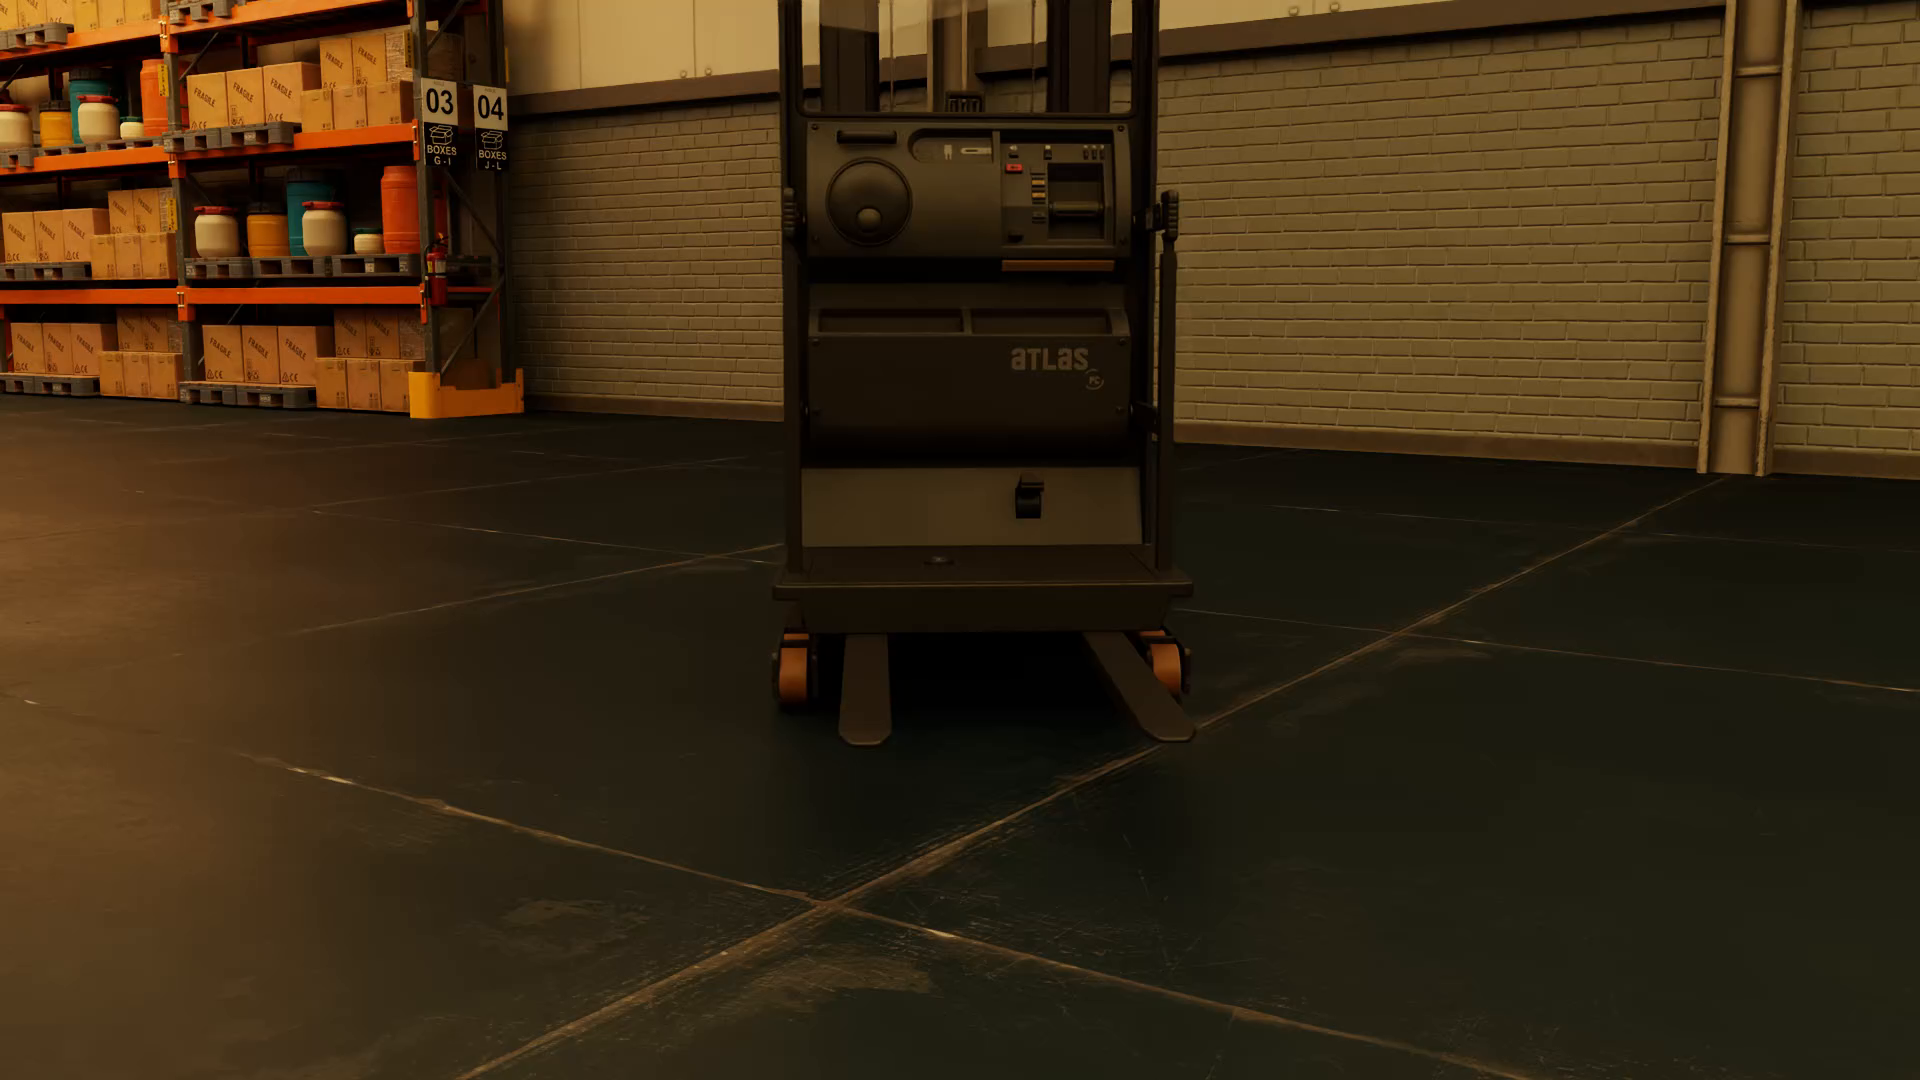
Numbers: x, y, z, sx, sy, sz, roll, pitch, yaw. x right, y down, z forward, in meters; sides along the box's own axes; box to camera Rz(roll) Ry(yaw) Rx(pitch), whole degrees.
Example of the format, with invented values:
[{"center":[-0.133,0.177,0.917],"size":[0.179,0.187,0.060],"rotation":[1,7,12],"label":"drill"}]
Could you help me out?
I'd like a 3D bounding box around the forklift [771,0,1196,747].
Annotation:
[{"center":[0.039,-1.049,4.569],"size":[1.130,2.935,3.031],"rotation":[0,8,-3],"label":"forklift"}]
